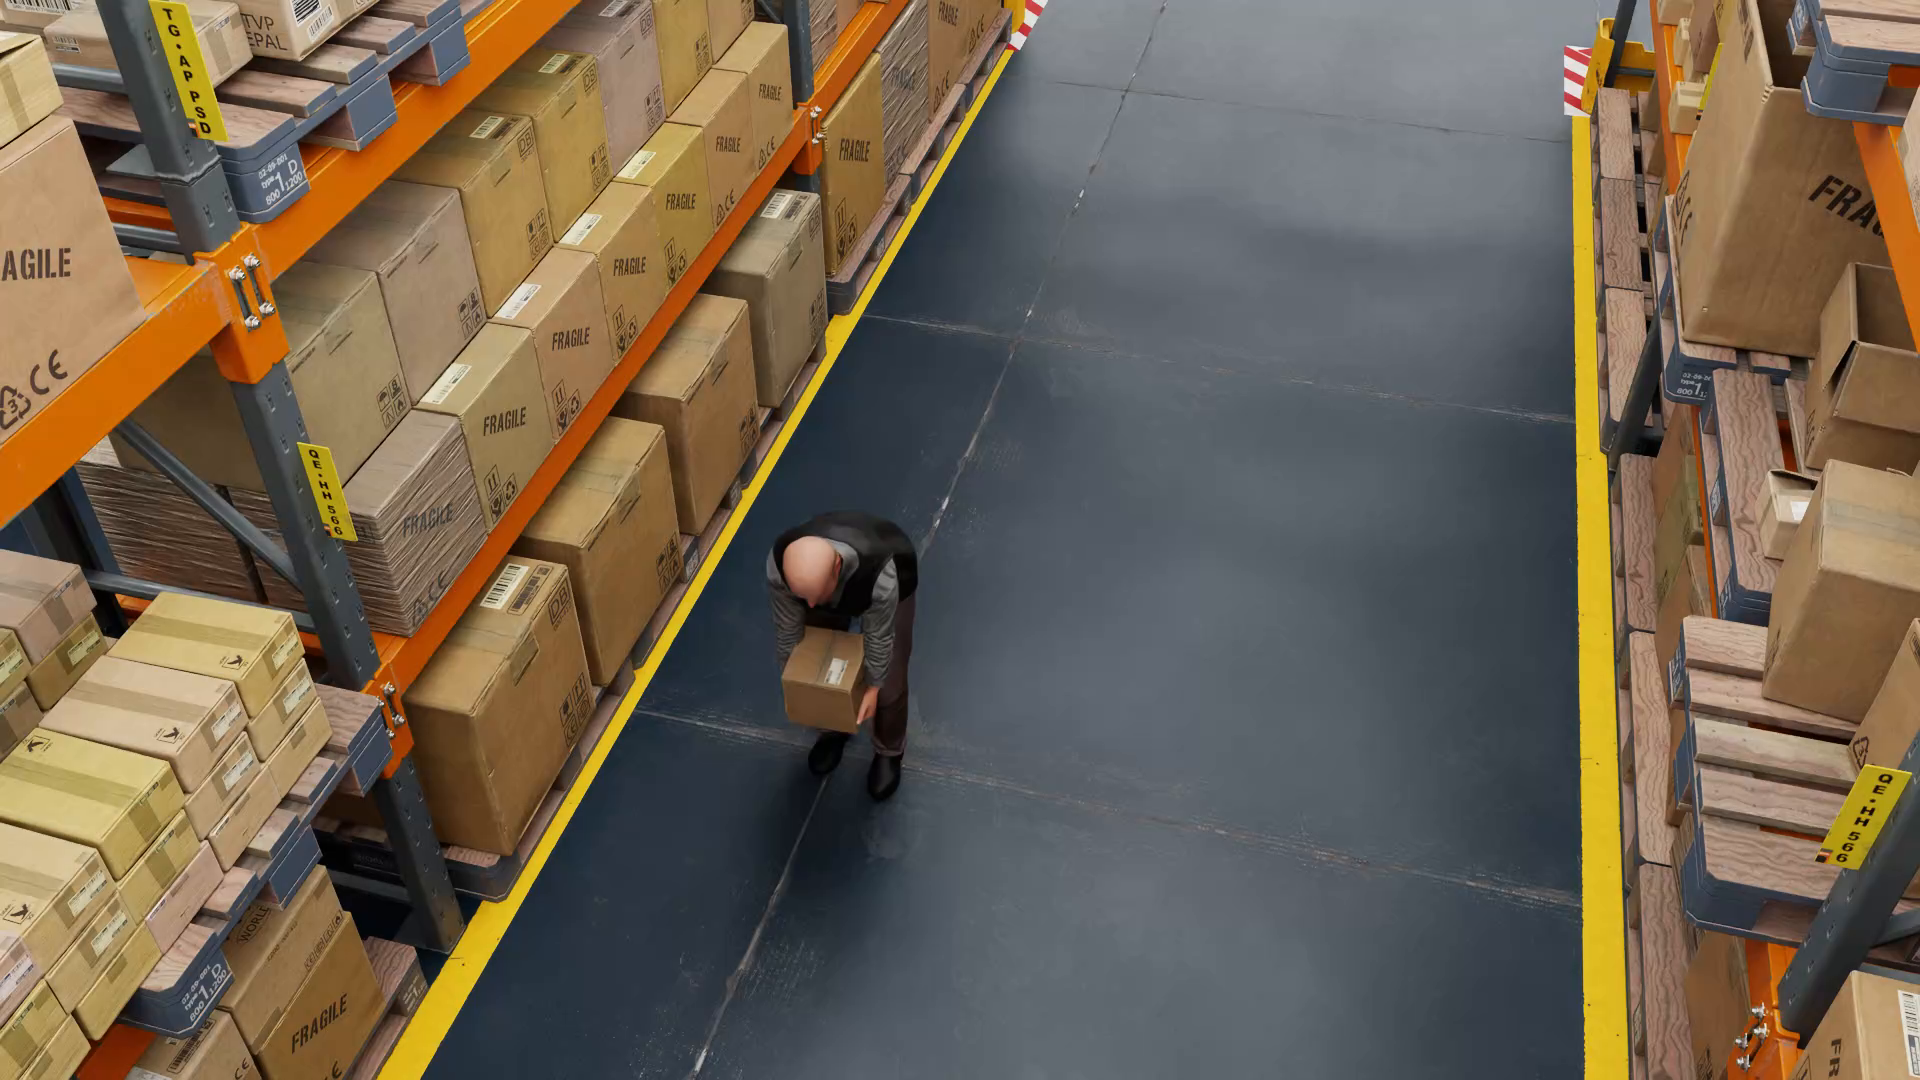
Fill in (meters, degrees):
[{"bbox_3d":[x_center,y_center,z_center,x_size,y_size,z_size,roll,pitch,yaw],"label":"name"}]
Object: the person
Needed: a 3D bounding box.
[{"bbox_3d":[-0.410,0.384,5.915,0.466,1.487,0.799,9,42,10],"label":"person"}]
